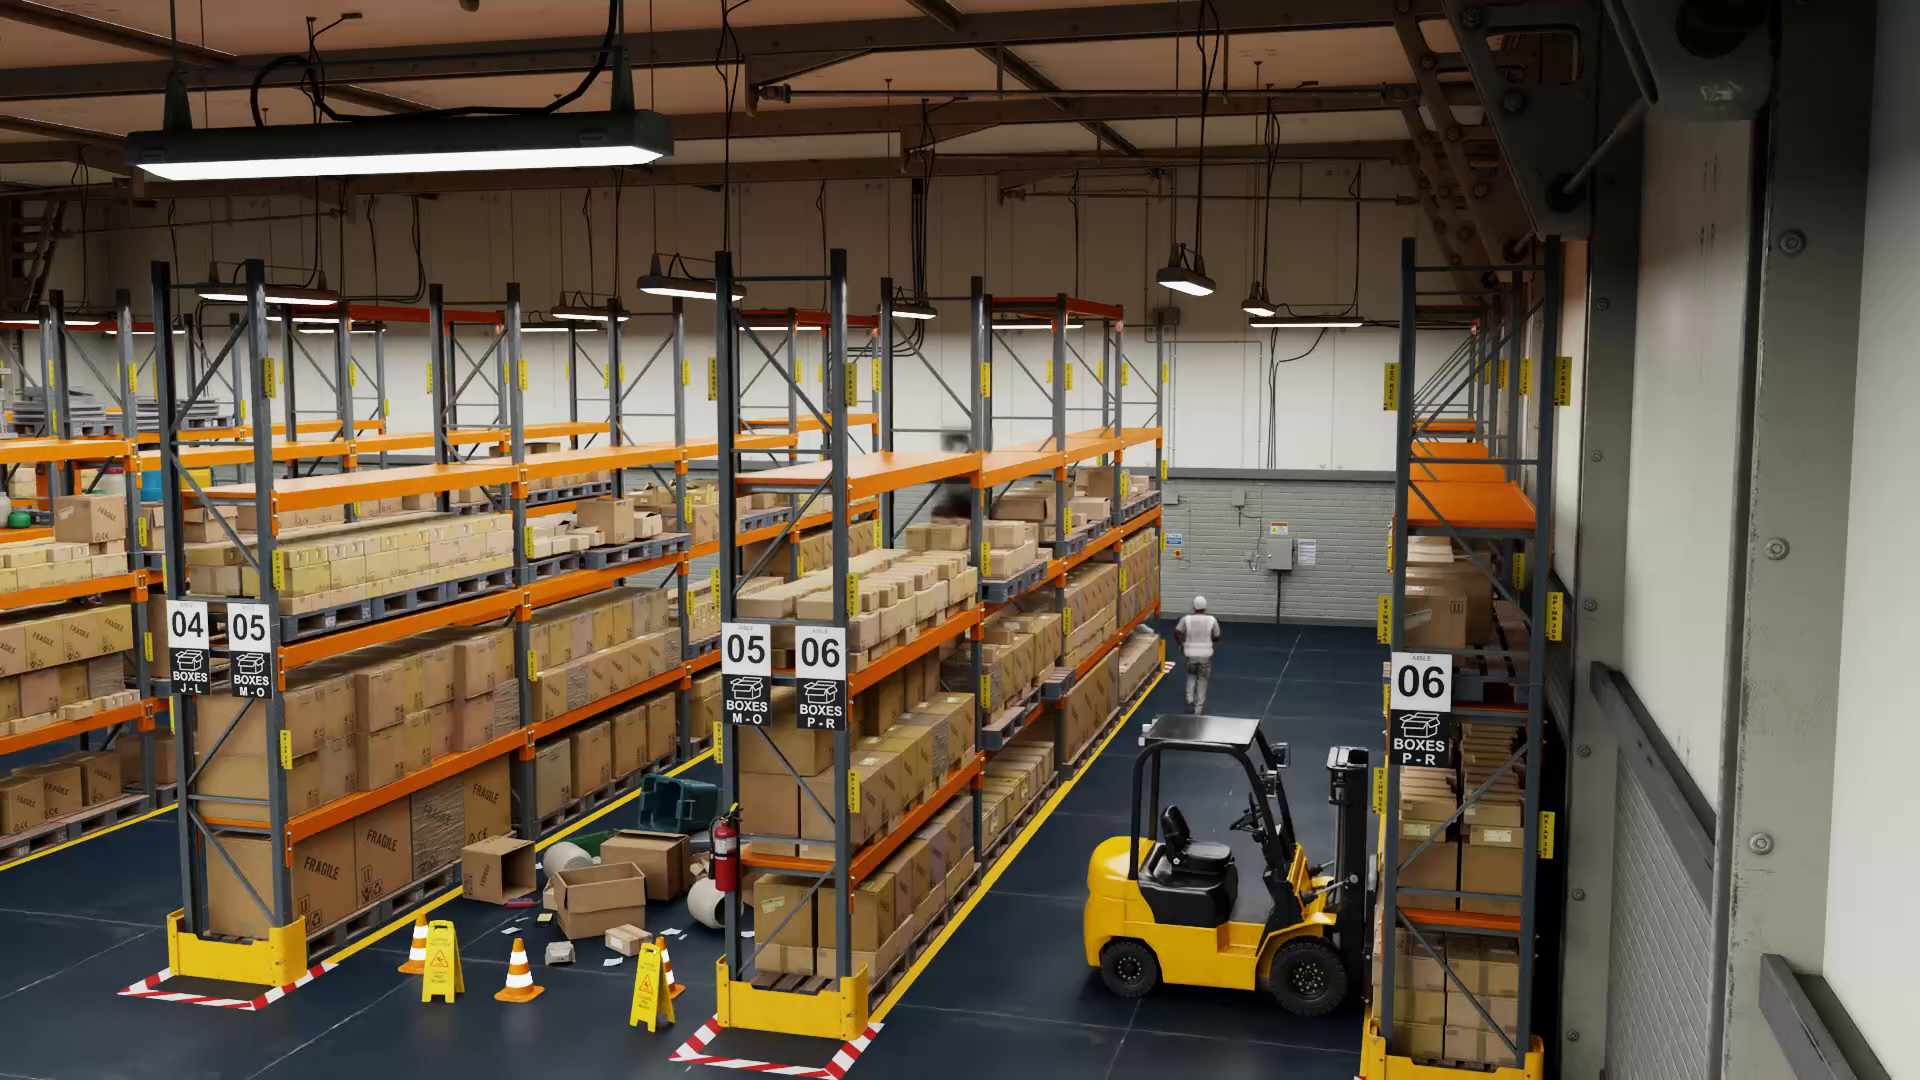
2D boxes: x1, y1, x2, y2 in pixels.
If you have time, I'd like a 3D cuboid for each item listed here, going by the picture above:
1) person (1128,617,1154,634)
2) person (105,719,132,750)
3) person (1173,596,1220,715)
[{"bbox_3d":[3.098,1.209,29.491,0.787,1.714,0.728,-6,8,-44],"label":"person"},{"bbox_3d":[-11.502,1.929,22.655,0.666,1.712,0.841,0,6,3],"label":"person"},{"bbox_3d":[3.512,1.696,24.519,0.659,1.782,0.645,2,6,15],"label":"person"}]
